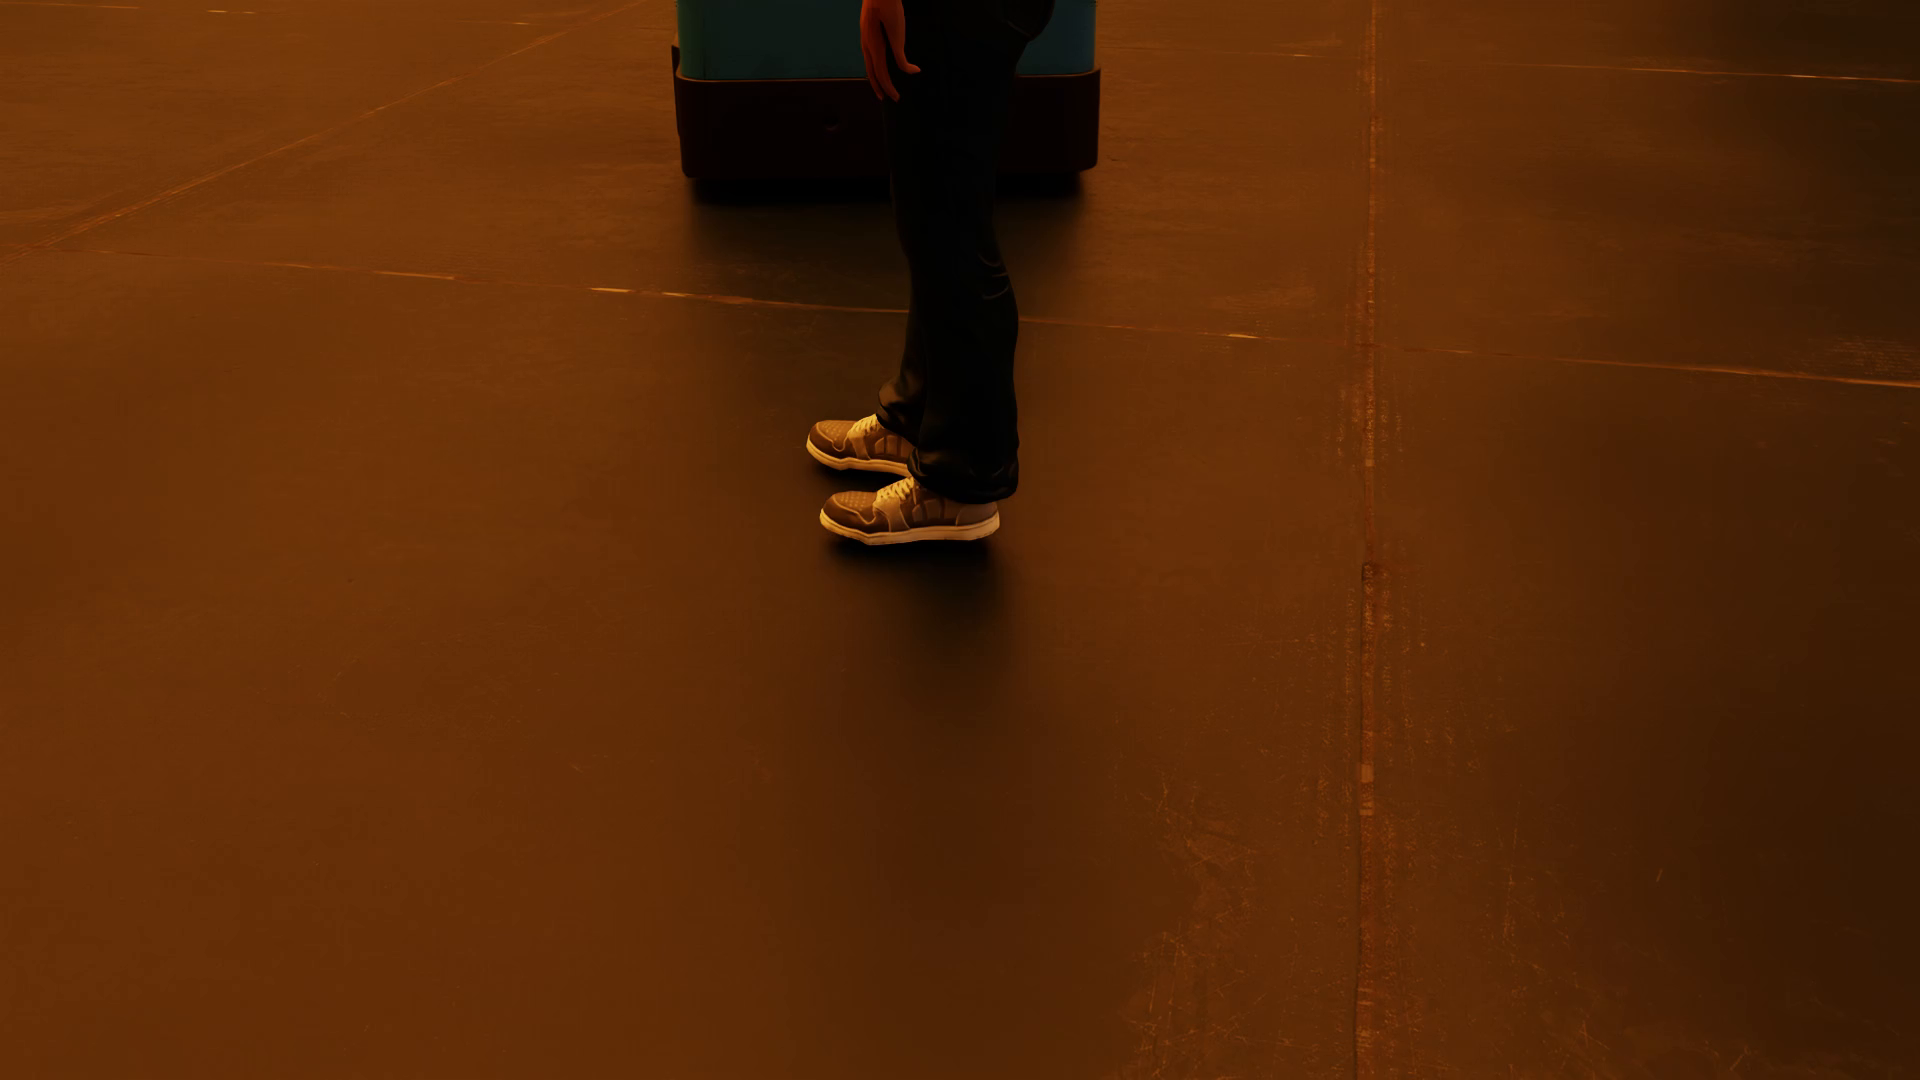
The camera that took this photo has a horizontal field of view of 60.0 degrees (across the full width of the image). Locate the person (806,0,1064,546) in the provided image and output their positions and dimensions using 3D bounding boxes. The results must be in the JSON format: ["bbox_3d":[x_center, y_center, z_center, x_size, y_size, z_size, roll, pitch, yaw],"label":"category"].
[{"bbox_3d":[-0.070,-0.733,2.164,0.473,1.599,0.520,6,27,11],"label":"person"}]

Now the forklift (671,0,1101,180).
[{"bbox_3d":[-0.287,-2.825,4.846,1.130,2.935,3.031,-2,27,-4],"label":"forklift"}]
